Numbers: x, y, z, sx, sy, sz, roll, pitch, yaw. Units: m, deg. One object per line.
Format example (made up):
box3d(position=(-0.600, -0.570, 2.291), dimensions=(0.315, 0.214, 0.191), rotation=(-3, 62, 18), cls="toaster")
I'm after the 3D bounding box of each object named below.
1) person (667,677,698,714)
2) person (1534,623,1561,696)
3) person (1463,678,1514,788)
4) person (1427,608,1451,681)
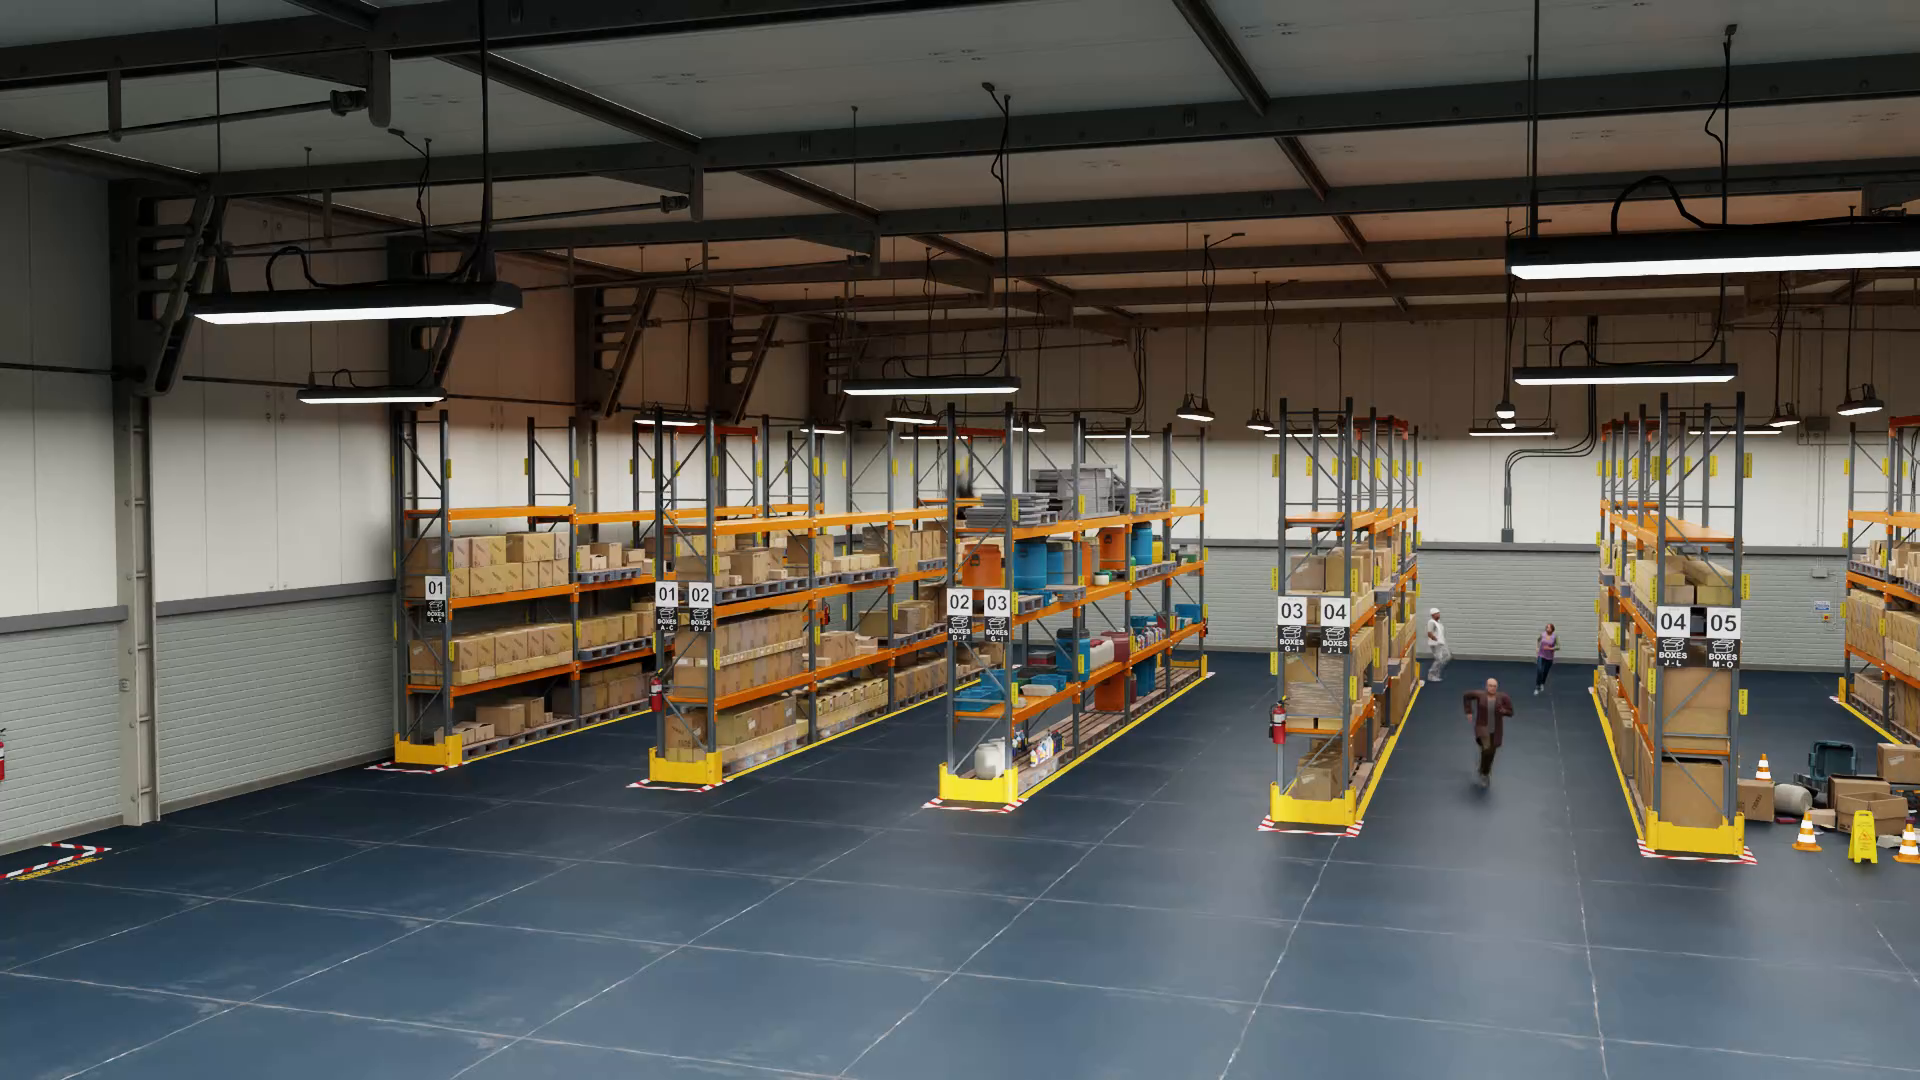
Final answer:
box3d(position=(-4.945, 2.985, 29.867), dimensions=(0.641, 1.491, 0.749), rotation=(0, 2, -1), cls="person")
box3d(position=(13.040, 2.644, 36.890), dimensions=(0.546, 1.622, 0.793), rotation=(1, 3, 25), cls="person")
box3d(position=(8.283, 3.009, 26.092), dimensions=(0.691, 1.734, 0.987), rotation=(0, 2, 3), cls="person")
box3d(position=(11.238, 2.462, 39.078), dimensions=(0.558, 1.748, 0.734), rotation=(2, 3, 32), cls="person")
